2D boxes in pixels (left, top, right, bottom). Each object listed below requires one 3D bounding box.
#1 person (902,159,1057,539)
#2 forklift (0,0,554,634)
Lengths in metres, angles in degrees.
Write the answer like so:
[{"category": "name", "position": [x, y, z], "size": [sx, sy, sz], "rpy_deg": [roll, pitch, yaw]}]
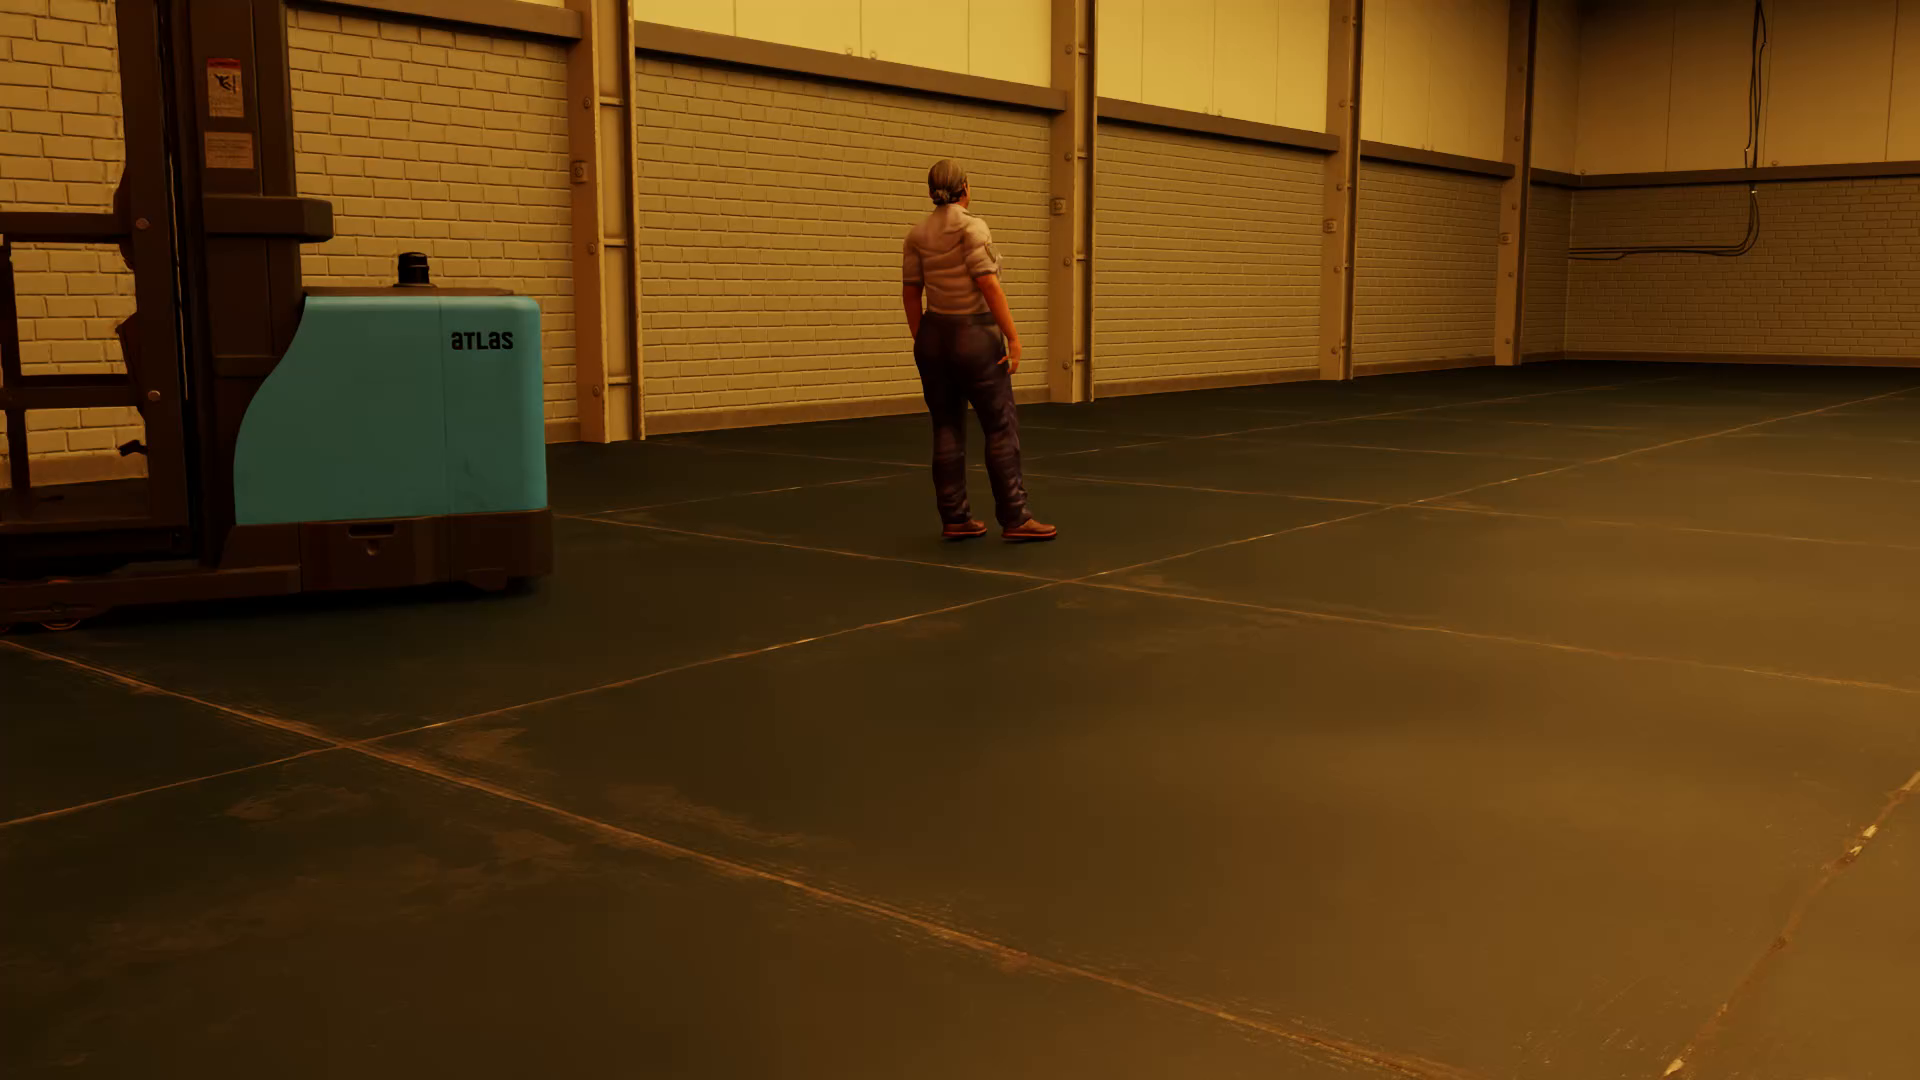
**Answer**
[{"category": "person", "position": [0.074, -0.830, 7.339], "size": [0.599, 1.650, 0.503], "rpy_deg": [7, 11, 38]}, {"category": "forklift", "position": [-3.056, -1.232, 5.701], "size": [3.031, 2.935, 1.130], "rpy_deg": [-4, 9, -24]}]
